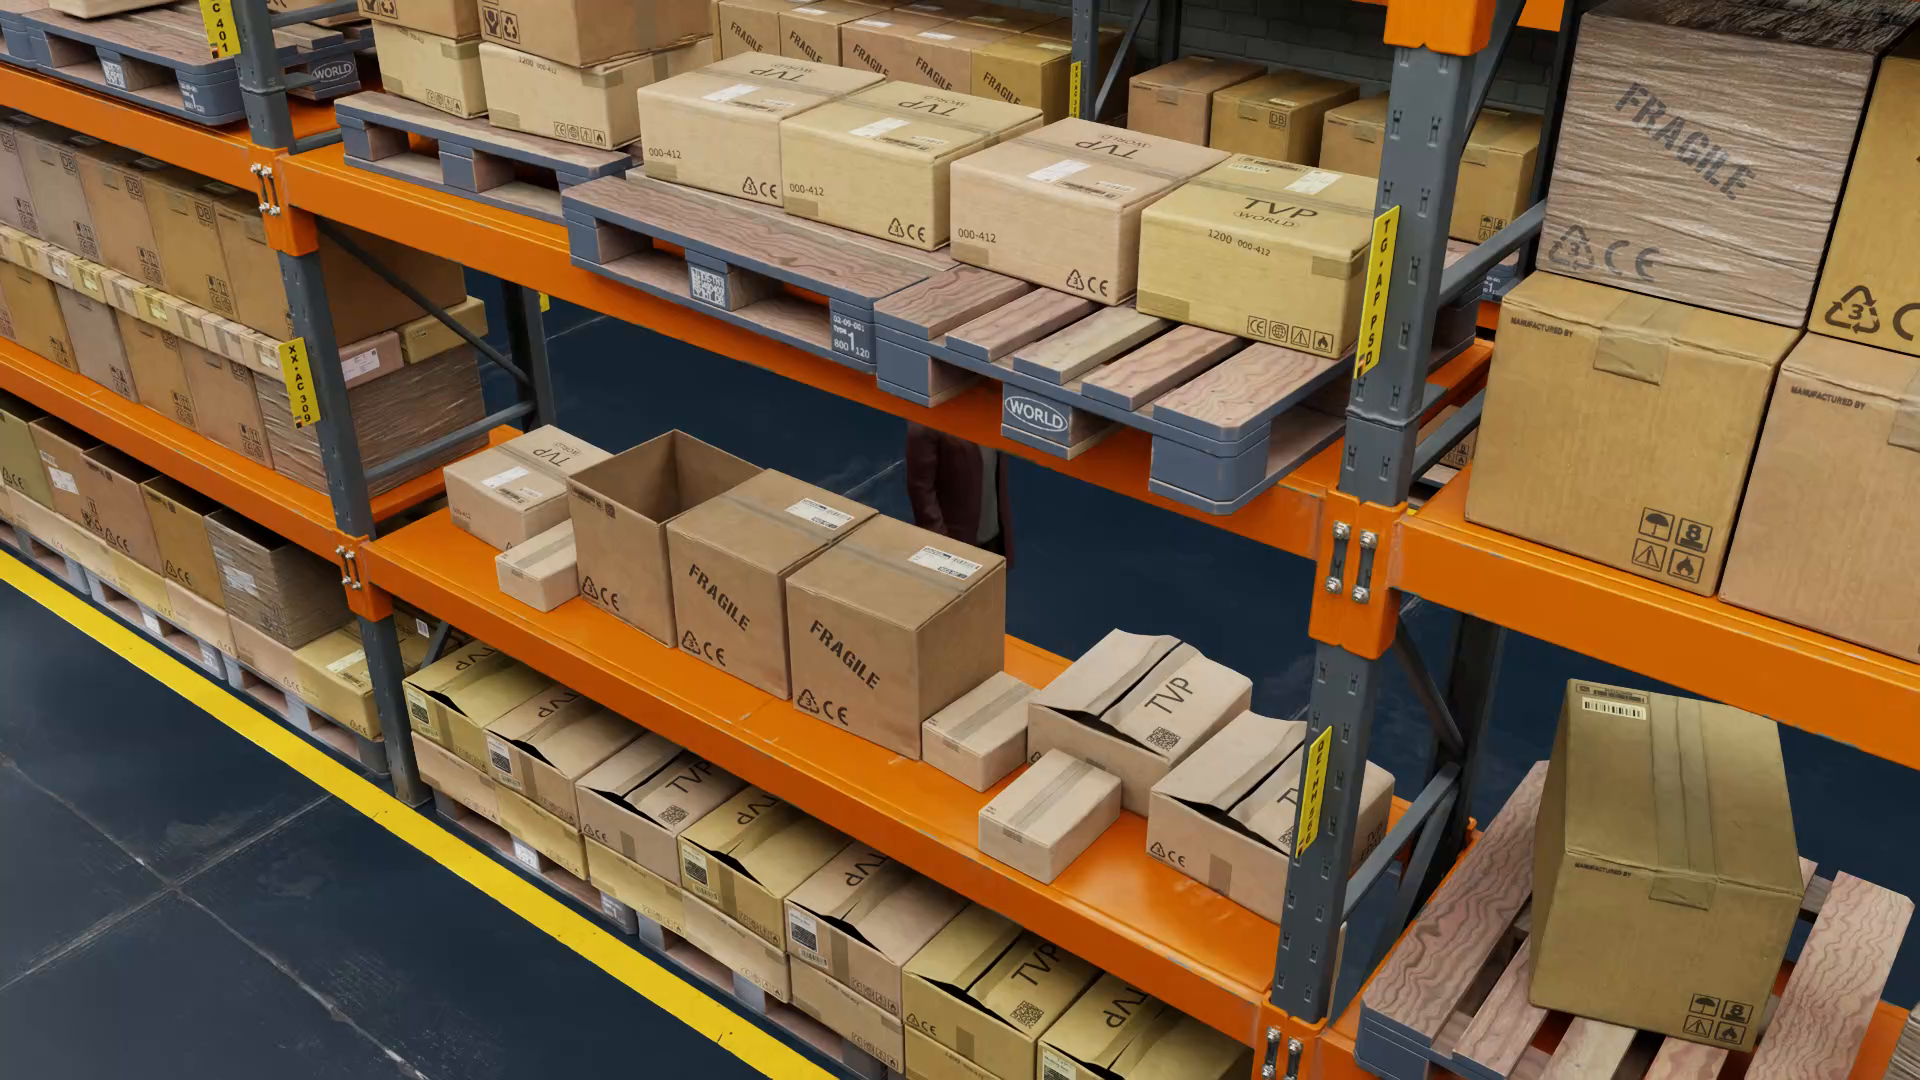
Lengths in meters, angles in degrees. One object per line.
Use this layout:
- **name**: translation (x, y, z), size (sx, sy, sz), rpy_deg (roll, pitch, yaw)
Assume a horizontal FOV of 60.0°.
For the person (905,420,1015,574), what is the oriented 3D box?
- **person**: translation (0.031, -0.058, 7.201), size (0.595, 1.782, 0.465), rpy_deg (-27, 40, -37)
